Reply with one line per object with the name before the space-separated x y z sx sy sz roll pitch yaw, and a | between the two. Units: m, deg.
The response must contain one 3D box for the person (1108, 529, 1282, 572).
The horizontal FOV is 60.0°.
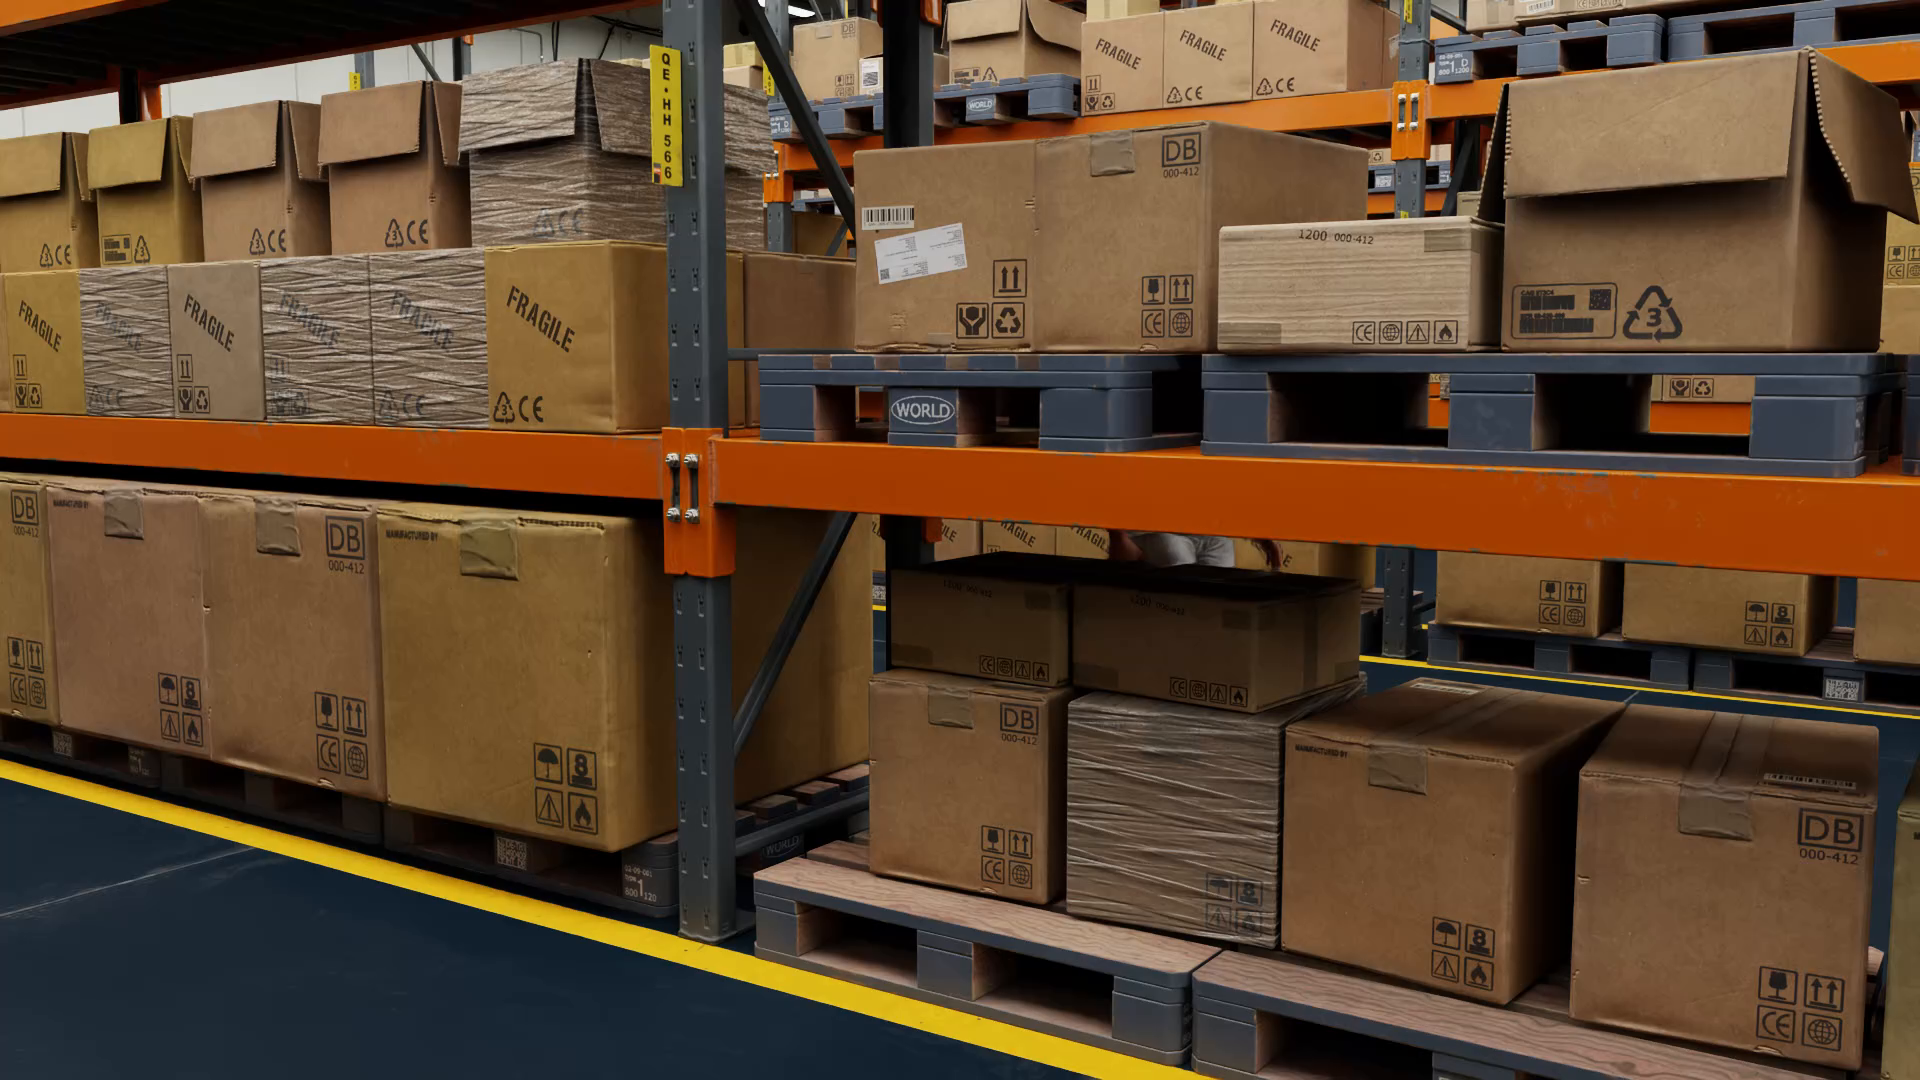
person | 0.793 -0.001 5.599 0.595 1.778 0.536 -6 9 -43
